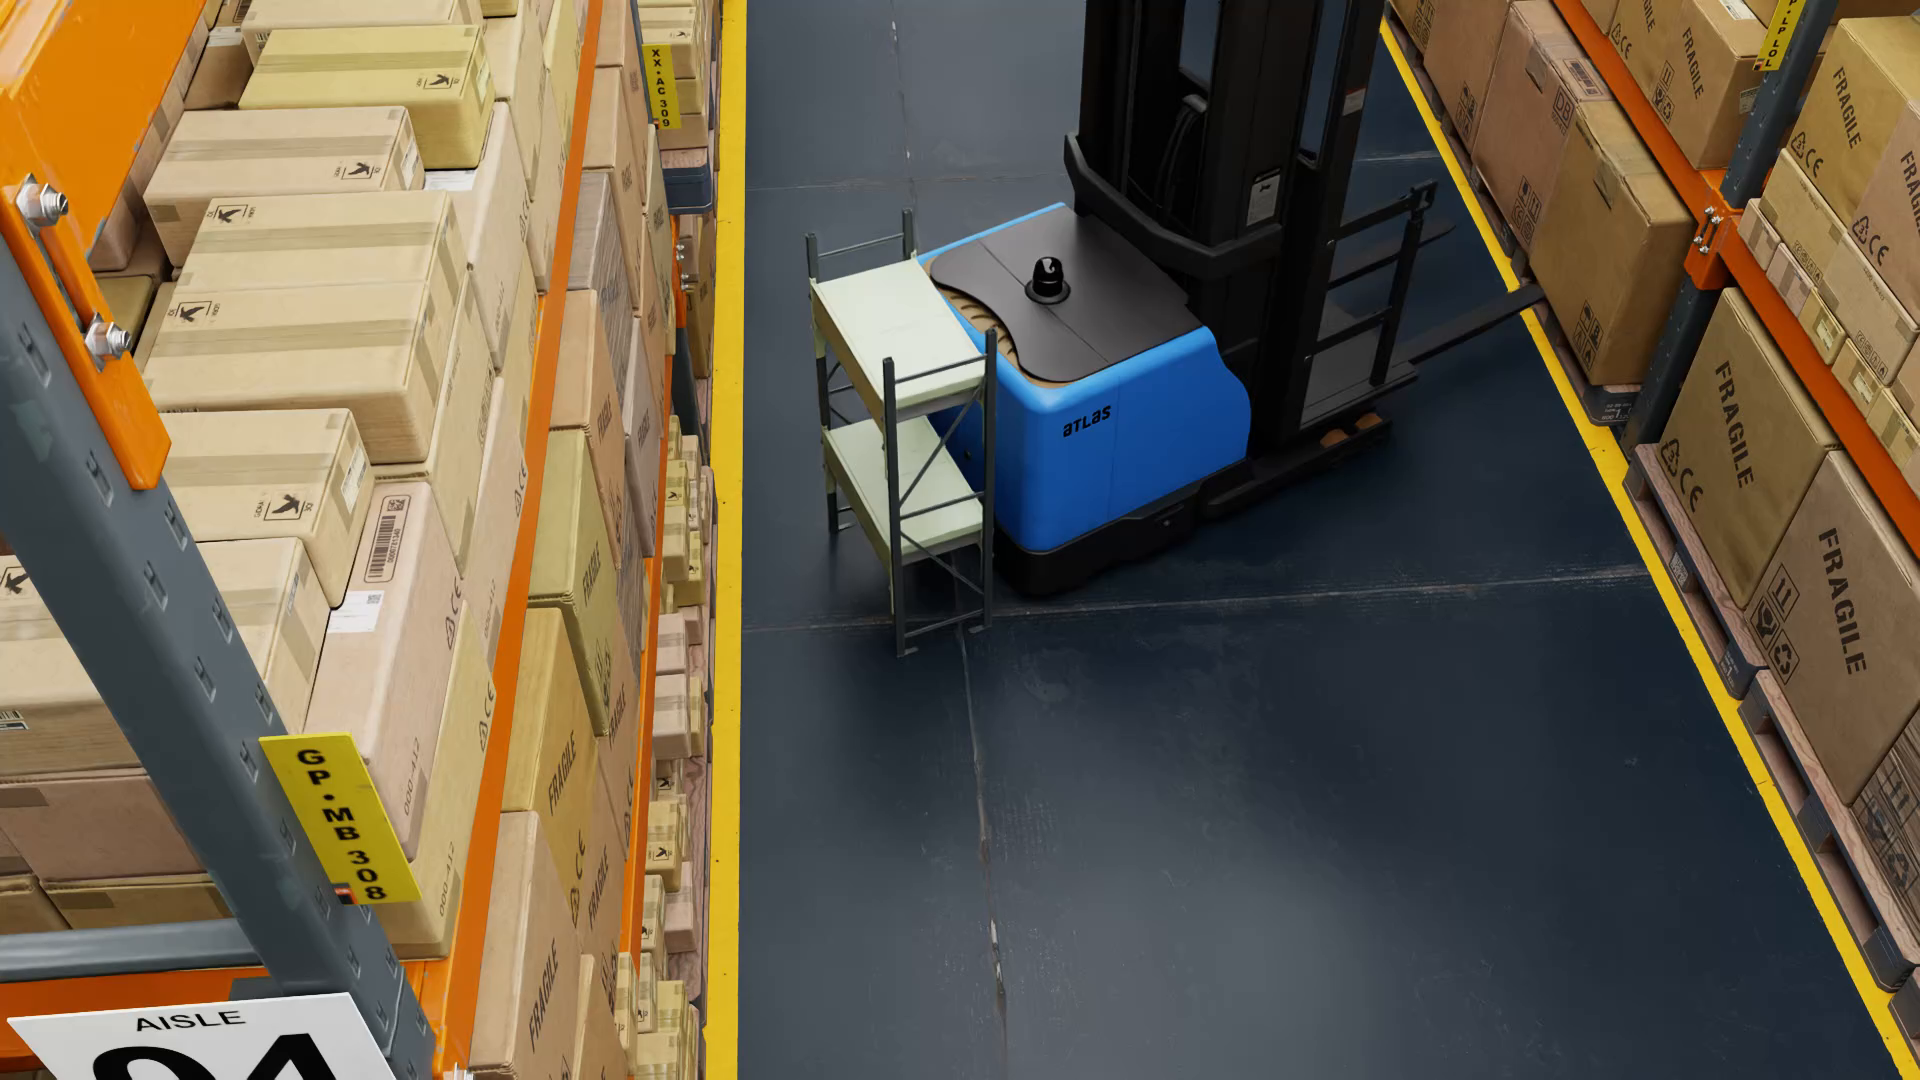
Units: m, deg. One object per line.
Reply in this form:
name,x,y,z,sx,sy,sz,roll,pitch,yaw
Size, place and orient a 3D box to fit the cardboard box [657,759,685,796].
cardboard box,-1.149,0.828,5.710,0.380,0.149,0.250,-3,47,-3

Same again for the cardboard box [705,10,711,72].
cardboard box,-1.184,-1.965,6.565,0.380,0.149,0.250,-3,47,-3

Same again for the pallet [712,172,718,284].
pallet,-1.735,-1.701,8.352,1.003,0.211,1.213,-3,47,-3

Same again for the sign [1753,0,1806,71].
sign,2.848,-1.772,5.755,0.100,0.325,0.005,-3,47,-3

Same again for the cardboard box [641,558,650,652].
cardboard box,-1.103,0.193,4.811,0.380,0.149,0.250,-3,47,-3

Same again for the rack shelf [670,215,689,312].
rack shelf,-1.731,-2.412,7.600,1.077,0.370,4.000,-3,47,-3

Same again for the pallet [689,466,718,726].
pallet,-1.472,0.230,6.523,1.003,0.211,1.213,-3,47,-3

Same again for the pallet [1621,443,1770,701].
pallet,3.374,0.073,6.672,1.003,0.211,1.213,-3,47,-3

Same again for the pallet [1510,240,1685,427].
pallet,3.248,-1.035,7.722,1.003,0.211,1.213,-3,47,-3

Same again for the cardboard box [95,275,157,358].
cardboard box,-1.564,-0.158,2.663,0.500,0.250,0.500,-5,47,-4

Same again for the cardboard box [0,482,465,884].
cardboard box,-1.007,0.189,2.334,0.500,0.250,0.500,-3,47,-3

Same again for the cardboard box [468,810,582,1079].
cardboard box,-1.001,0.860,3.043,0.500,0.500,0.500,-4,47,-4

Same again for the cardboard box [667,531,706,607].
cardboard box,-1.145,0.118,6.178,0.380,0.149,0.250,-5,47,-5

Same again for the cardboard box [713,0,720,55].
cardboard box,-1.582,-2.931,9.029,0.500,0.500,0.500,-4,47,-3

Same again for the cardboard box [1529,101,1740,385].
cardboard box,3.314,-1.316,7.241,1.225,0.875,0.875,-3,47,-3

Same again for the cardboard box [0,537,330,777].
cardboard box,-1.028,0.145,2.102,0.380,0.149,0.250,-4,47,-4

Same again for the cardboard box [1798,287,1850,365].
cardboard box,3.126,-0.739,5.694,0.380,0.149,0.250,-2,47,-2

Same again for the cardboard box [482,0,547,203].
cardboard box,-1.125,-0.913,3.378,0.500,0.250,0.500,-5,47,-5

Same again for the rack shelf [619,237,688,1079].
rack shelf,-1.396,0.482,4.859,1.077,0.370,4.000,-3,47,-3

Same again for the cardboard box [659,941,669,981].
cardboard box,-1.113,1.385,5.183,0.380,0.149,0.250,-3,47,-3

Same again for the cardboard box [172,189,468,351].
cardboard box,-1.002,-0.418,2.634,0.380,0.149,0.250,-3,47,-3

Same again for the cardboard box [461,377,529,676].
cardboard box,-1.051,-0.020,2.877,0.500,0.250,0.500,-2,47,-2

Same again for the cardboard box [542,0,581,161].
cardboard box,-1.180,-1.124,3.923,0.500,0.250,0.500,-4,47,-4

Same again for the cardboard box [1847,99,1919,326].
cardboard box,3.207,-1.030,5.178,0.500,0.500,0.500,-3,47,-3

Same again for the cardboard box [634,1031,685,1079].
cardboard box,-0.970,1.531,4.635,0.380,0.149,0.250,-4,47,-3

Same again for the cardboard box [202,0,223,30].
cardboard box,-1.683,-1.134,3.313,0.380,0.149,0.250,-5,47,-4

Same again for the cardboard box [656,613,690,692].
cardboard box,-1.126,0.406,5.701,0.380,0.149,0.250,-6,47,-5

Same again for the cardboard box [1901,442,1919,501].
cardboard box,3.190,-0.182,5.166,0.380,0.149,0.250,-3,47,-3

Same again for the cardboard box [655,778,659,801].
cardboard box,-1.199,0.879,5.457,0.380,0.149,0.250,-1,47,-1

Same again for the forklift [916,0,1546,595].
forklift,1.270,-1.621,6.403,3.031,2.935,1.130,-25,51,-22

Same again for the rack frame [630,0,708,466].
rack frame,-1.563,-1.212,5.969,1.000,3.000,0.127,-3,47,-3

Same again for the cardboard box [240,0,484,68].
cardboard box,-1.129,-0.981,3.168,0.380,0.149,0.250,-2,47,-2

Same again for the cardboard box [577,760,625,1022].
cardboard box,-1.061,0.818,3.772,0.500,0.500,0.500,-3,47,-3

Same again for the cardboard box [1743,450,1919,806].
cardboard box,3.439,0.279,5.730,0.875,0.875,0.875,-3,47,-3

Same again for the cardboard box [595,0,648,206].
cardboard box,-1.254,-1.369,5.155,0.500,0.500,0.500,-5,47,-5

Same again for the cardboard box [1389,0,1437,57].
cardboard box,3.090,-3.248,9.071,1.225,0.875,0.875,-5,47,-5

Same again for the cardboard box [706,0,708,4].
cardboard box,-1.206,-2.248,6.628,0.380,0.149,0.250,-5,47,-5

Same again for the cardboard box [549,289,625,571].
cardboard box,-1.117,-0.251,4.095,0.500,0.500,0.500,-5,47,-5

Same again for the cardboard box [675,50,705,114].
cardboard box,-1.138,-1.686,6.096,0.380,0.149,0.250,-3,47,-3

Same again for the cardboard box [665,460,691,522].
cardboard box,-1.213,-0.157,6.234,0.380,0.149,0.250,-3,47,-3

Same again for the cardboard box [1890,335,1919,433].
cardboard box,3.252,-0.401,5.099,0.500,0.250,0.500,-2,47,-2

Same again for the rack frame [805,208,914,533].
rack frame,-0.356,-0.608,6.430,0.400,1.500,0.023,-17,49,-16

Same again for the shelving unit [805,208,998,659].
shelving unit,-0.210,-0.364,6.199,0.431,1.500,0.755,-17,49,-16

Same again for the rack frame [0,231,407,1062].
rack frame,-1.228,-0.381,1.050,1.000,3.000,0.127,-3,47,-3

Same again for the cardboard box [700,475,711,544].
cardboard box,-1.191,-0.113,6.602,0.380,0.149,0.250,-3,47,-3

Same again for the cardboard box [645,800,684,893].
cardboard box,-1.063,0.962,5.174,0.380,0.149,0.250,-3,47,-3

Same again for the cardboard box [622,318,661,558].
cardboard box,-1.158,-0.280,4.812,0.500,0.500,0.500,-4,47,-4

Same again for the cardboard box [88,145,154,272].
cardboard box,-1.585,-0.571,2.780,0.380,0.149,0.250,-4,47,-4

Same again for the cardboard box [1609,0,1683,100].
cardboard box,3.042,-2.155,6.793,0.500,0.500,0.500,-2,47,-2
